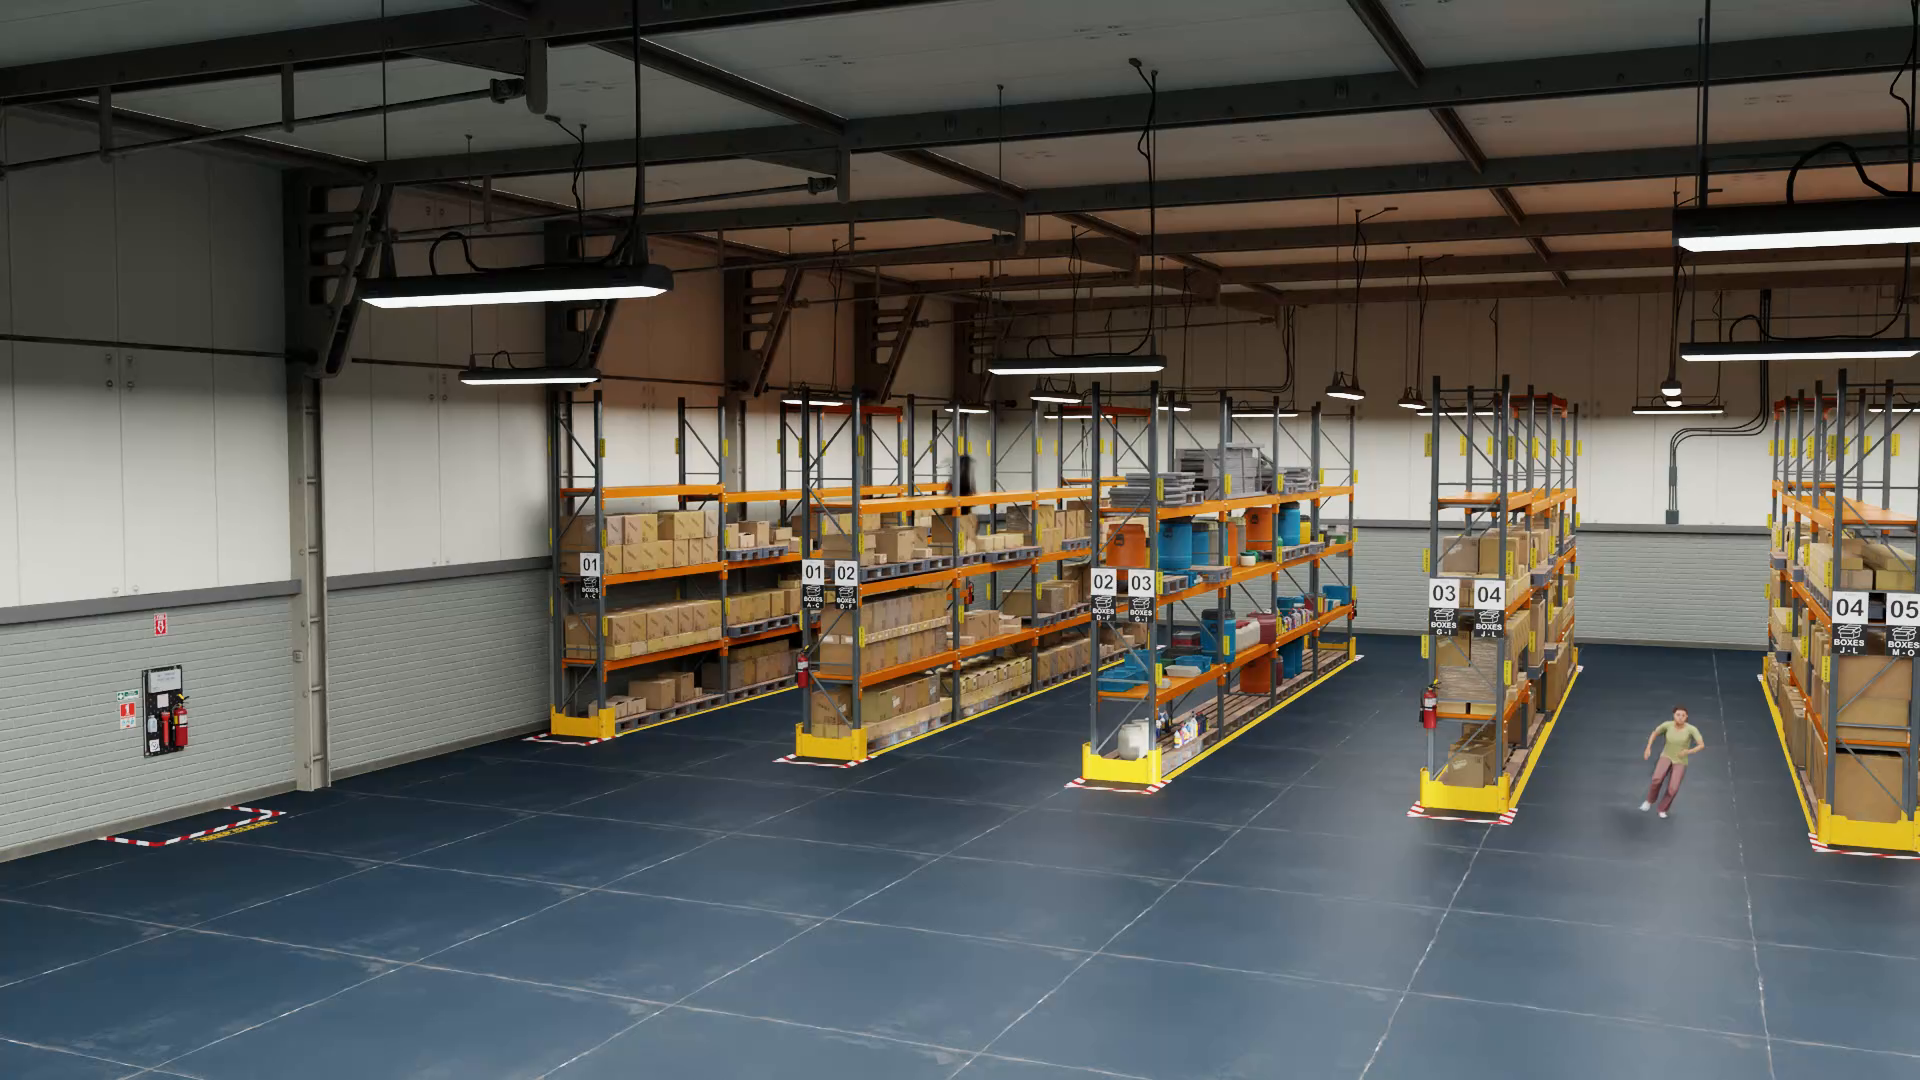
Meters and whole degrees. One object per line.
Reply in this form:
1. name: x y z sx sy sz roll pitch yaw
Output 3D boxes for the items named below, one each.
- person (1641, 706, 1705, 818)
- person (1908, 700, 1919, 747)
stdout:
1. person: 9.636 3.013 22.480 0.771 1.587 0.547 1 3 21
2. person: 15.966 2.683 27.607 0.574 1.609 0.738 1 3 16
